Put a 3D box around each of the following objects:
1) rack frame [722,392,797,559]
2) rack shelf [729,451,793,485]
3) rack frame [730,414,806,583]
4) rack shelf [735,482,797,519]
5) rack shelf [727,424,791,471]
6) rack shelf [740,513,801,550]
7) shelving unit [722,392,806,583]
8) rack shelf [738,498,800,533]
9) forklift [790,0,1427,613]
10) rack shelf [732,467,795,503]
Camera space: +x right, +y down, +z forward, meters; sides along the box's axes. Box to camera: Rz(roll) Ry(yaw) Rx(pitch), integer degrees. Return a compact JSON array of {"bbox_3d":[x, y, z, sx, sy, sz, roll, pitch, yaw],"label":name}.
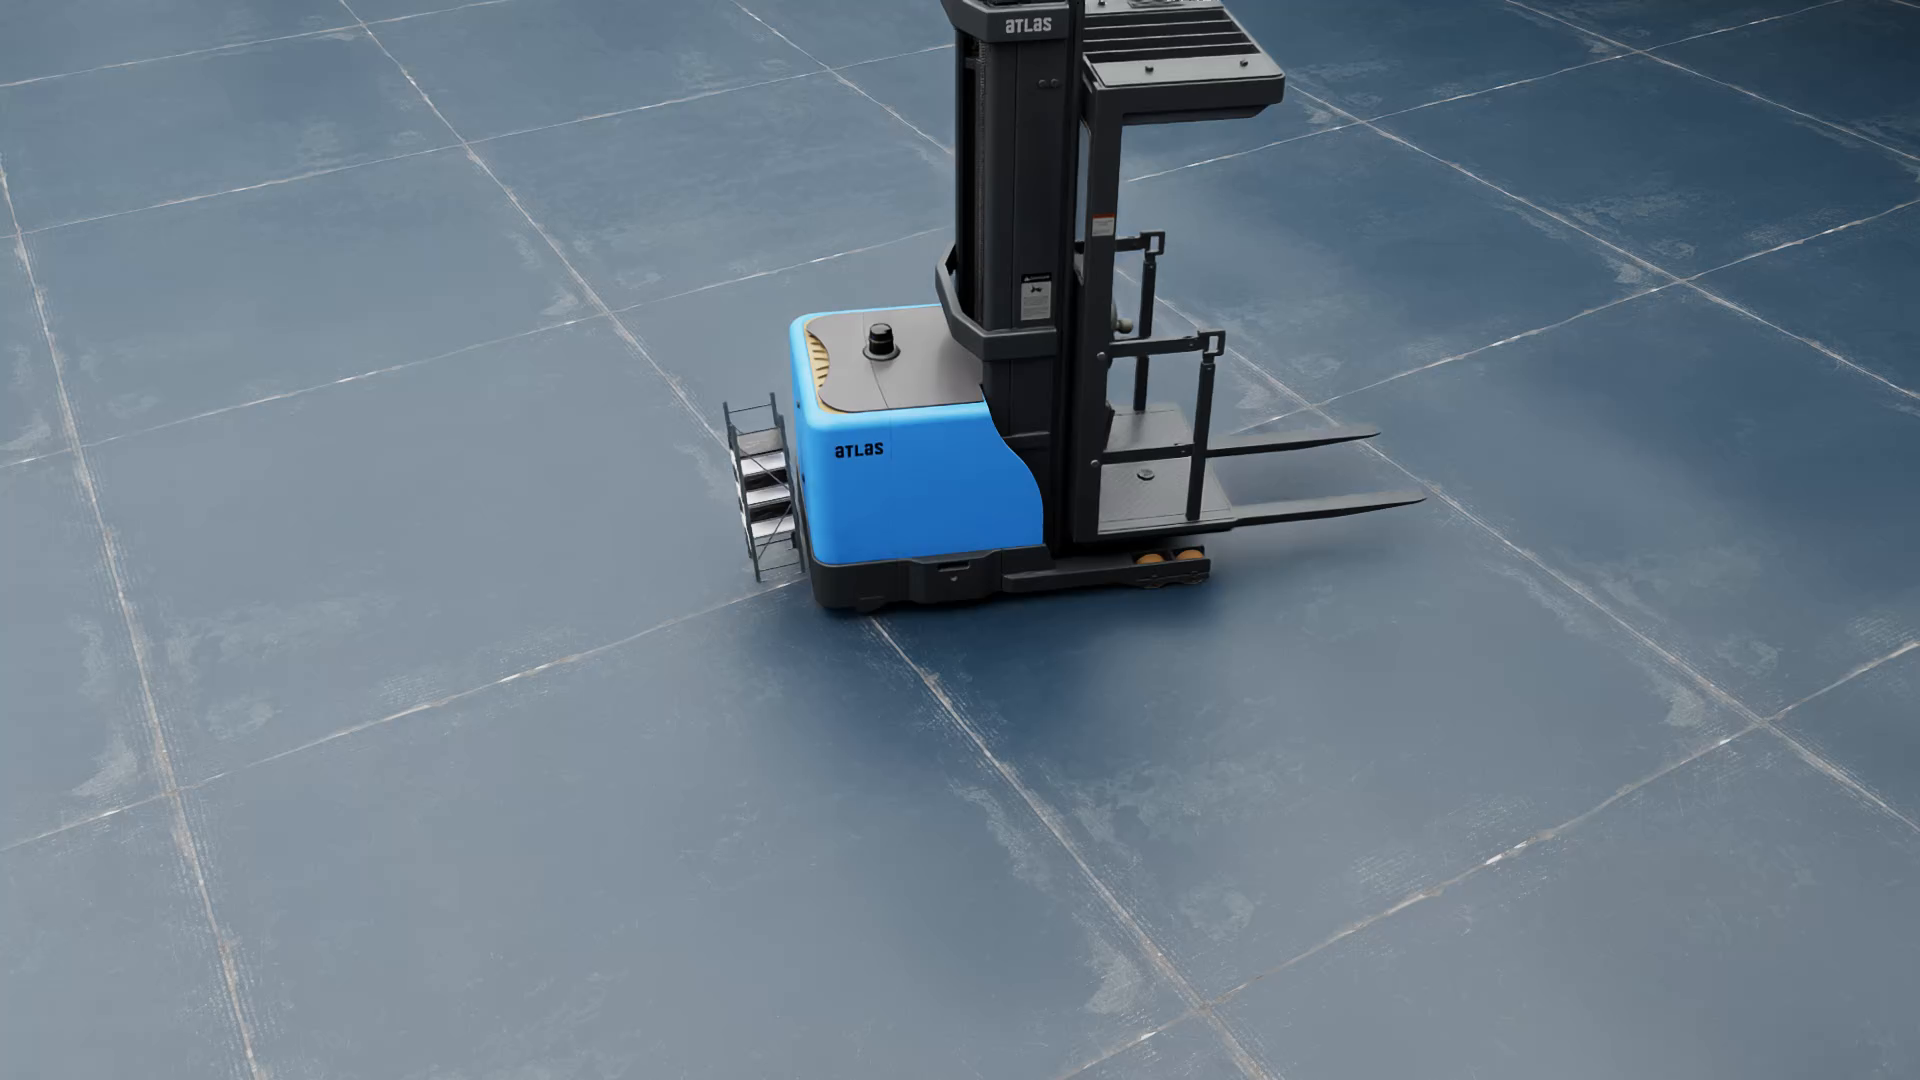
[{"bbox_3d":[-0.942,-0.295,7.877,0.240,0.900,0.006,-13,38,-11],"label":"rack frame"},{"bbox_3d":[-0.922,-0.354,7.710,0.258,0.077,0.200,-13,38,-11],"label":"rack shelf"},{"bbox_3d":[-0.885,-0.180,7.720,0.240,0.900,0.006,-13,38,-11],"label":"rack frame"},{"bbox_3d":[-0.912,-0.211,7.819,0.258,0.077,0.200,-13,38,-11],"label":"rack shelf"},{"bbox_3d":[-0.927,-0.426,7.656,0.258,0.077,0.200,-13,38,-11],"label":"rack shelf"},{"bbox_3d":[-0.901,-0.067,7.927,0.258,0.077,0.200,-13,38,-11],"label":"rack shelf"},{"bbox_3d":[-0.914,-0.237,7.799,0.258,0.900,0.210,-13,38,-11],"label":"shelving unit"},{"bbox_3d":[-0.907,-0.139,7.873,0.258,0.077,0.200,-13,38,-11],"label":"rack shelf"},{"bbox_3d":[0.744,-1.254,7.482,3.031,2.935,1.130,-6,37,-8],"label":"forklift"},{"bbox_3d":[-0.917,-0.282,7.765,0.258,0.077,0.200,-13,38,-11],"label":"rack shelf"}]
